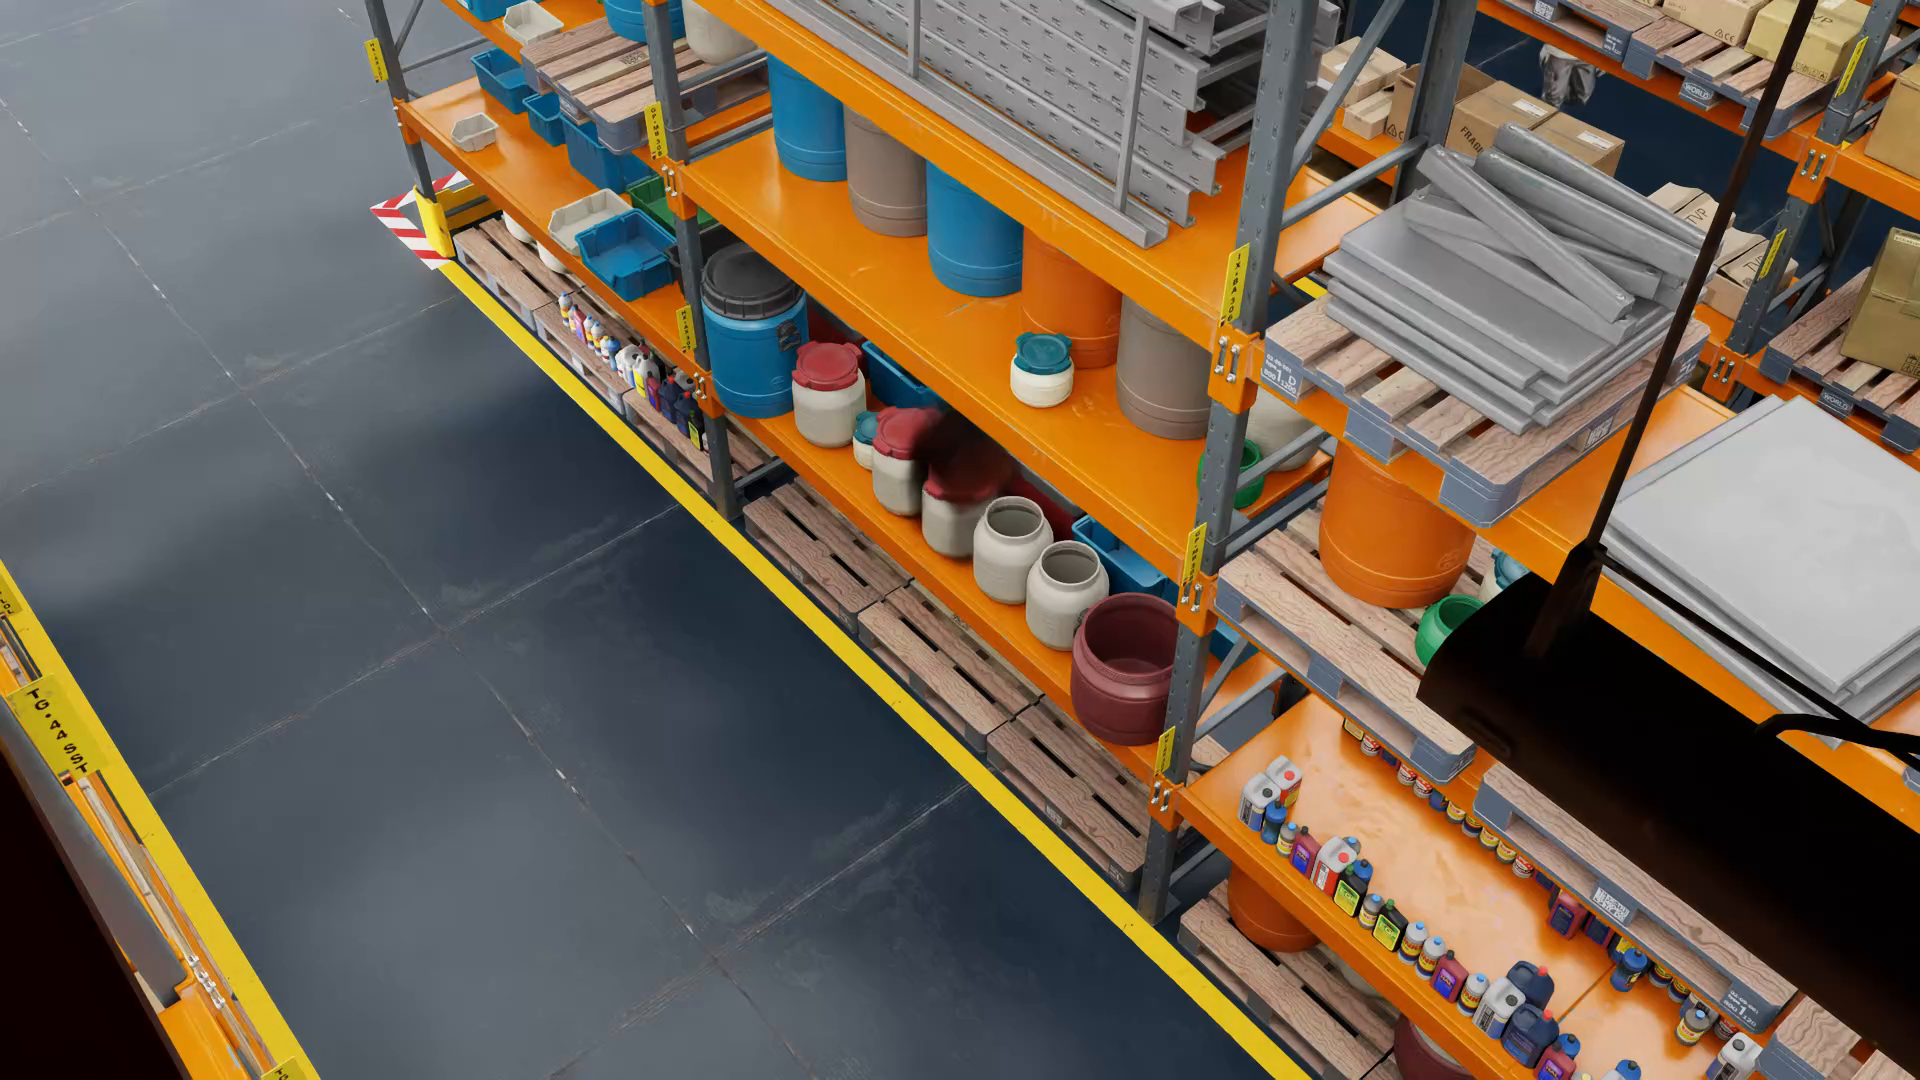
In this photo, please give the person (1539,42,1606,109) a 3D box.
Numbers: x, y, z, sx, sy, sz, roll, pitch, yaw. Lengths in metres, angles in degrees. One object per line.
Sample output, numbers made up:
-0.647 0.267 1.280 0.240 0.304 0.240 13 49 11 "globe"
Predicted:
5.000 -3.998 13.538 0.511 1.776 0.669 -4 47 -4 "person"
